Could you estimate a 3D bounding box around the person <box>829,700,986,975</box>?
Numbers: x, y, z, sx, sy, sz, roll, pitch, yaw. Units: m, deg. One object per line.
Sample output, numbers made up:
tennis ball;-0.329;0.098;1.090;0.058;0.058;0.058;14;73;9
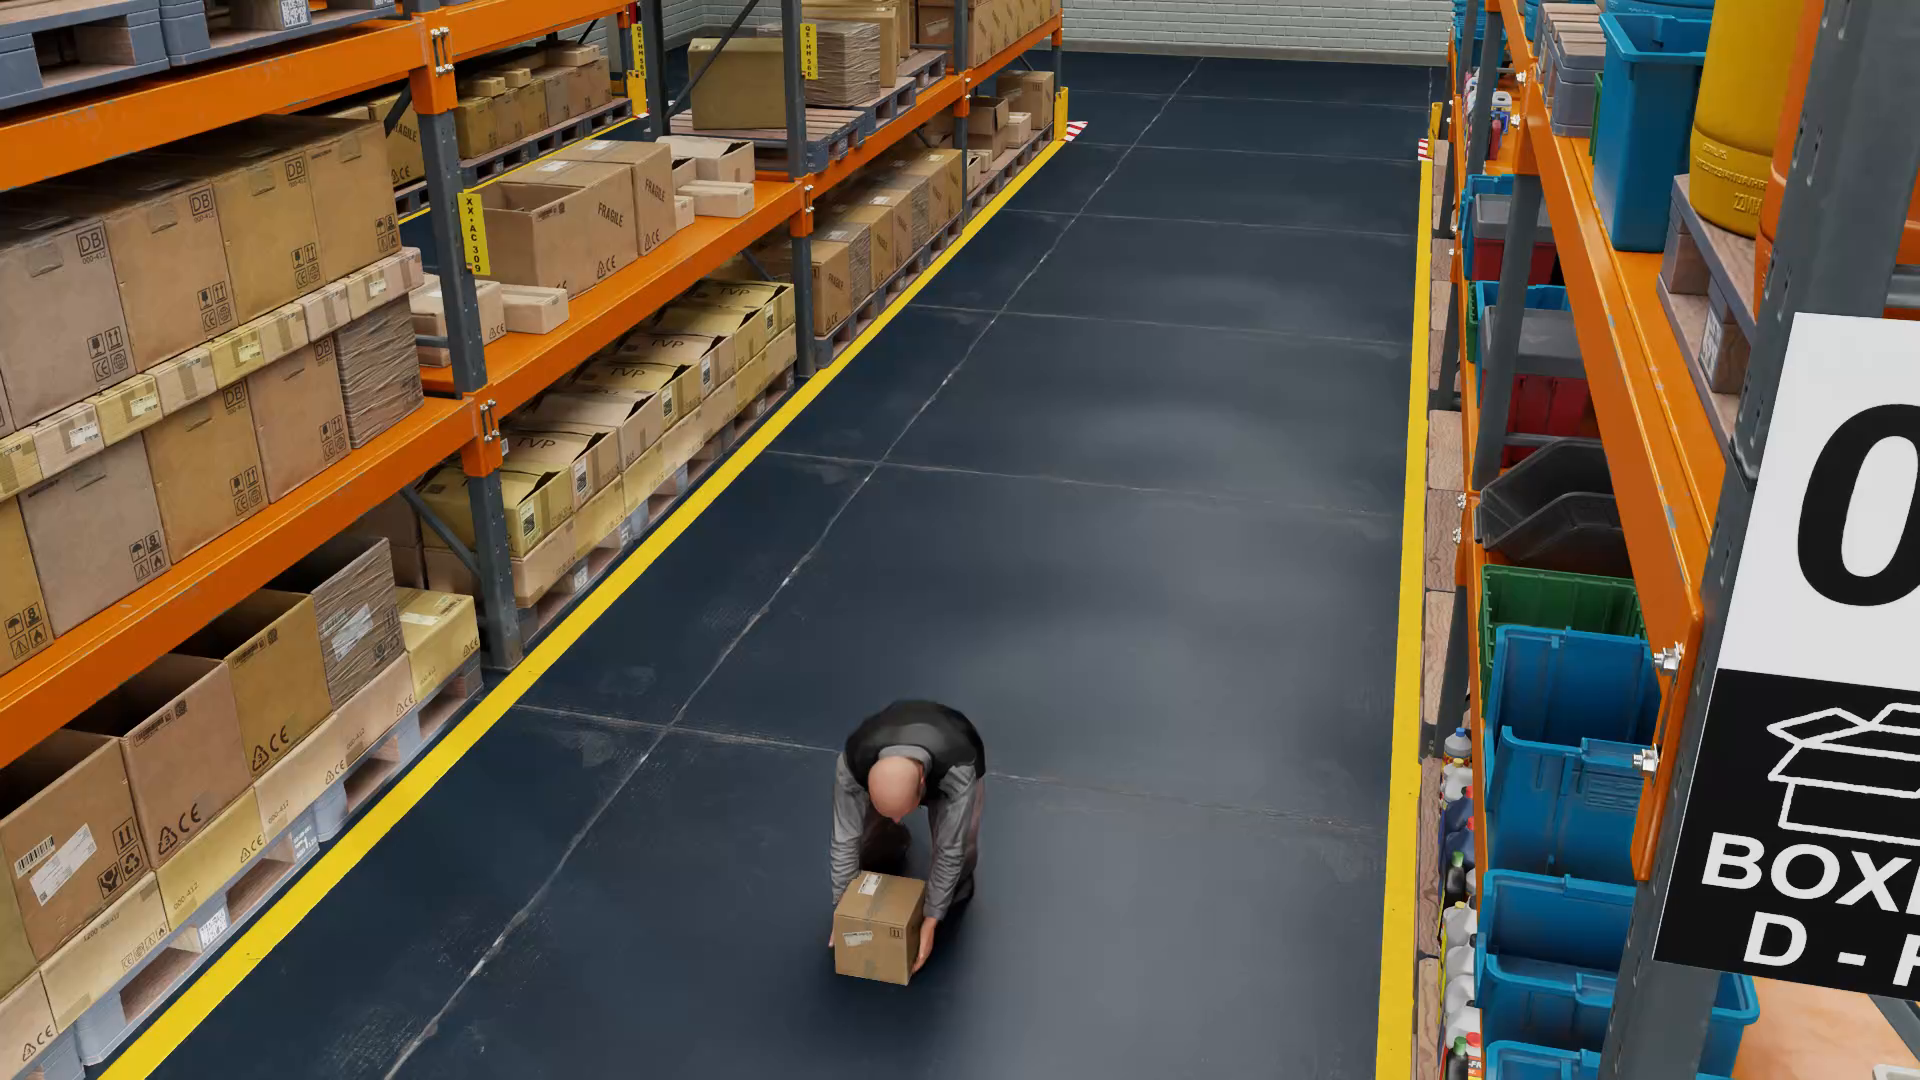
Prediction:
person;-0.172;0.927;5.764;0.529;0.834;0.881;6;26;13
